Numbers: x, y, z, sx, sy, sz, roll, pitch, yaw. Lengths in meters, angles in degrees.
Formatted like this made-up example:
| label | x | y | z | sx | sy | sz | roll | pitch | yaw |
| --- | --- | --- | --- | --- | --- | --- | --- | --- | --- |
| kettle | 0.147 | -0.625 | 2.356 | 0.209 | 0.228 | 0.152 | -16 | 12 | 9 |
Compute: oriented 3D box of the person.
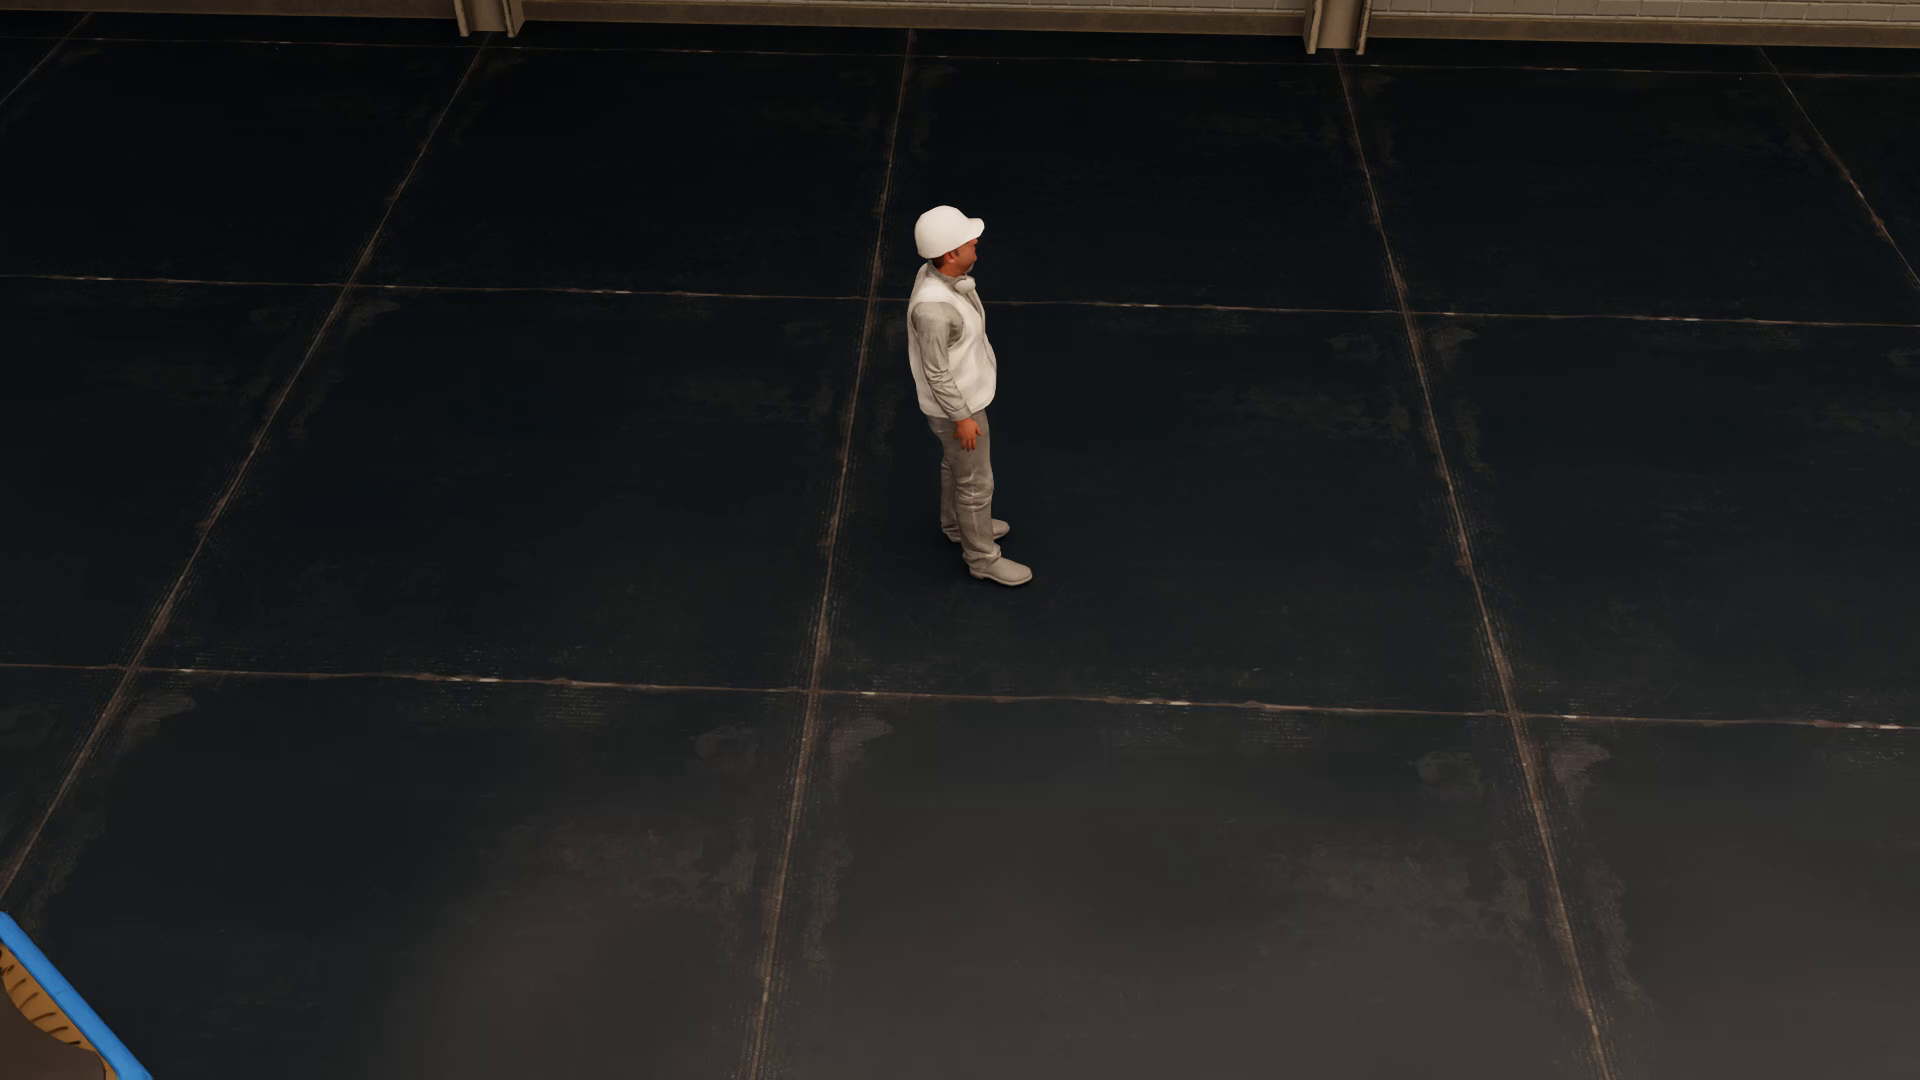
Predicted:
| label | x | y | z | sx | sy | sz | roll | pitch | yaw |
| --- | --- | --- | --- | --- | --- | --- | --- | --- | --- |
| person | 0.061 | -0.653 | 7.305 | 0.568 | 1.773 | 0.632 | 2 | 42 | 2 |

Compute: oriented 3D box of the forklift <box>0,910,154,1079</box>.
| label | x | y | z | sx | sy | sz | roll | pitch | yaw |
| --- | --- | --- | --- | --- | --- | --- | --- | --- | --- |
| forklift | -3.592 | 1.785 | 3.787 | 1.130 | 2.935 | 3.031 | 30 | 50 | 29 |
